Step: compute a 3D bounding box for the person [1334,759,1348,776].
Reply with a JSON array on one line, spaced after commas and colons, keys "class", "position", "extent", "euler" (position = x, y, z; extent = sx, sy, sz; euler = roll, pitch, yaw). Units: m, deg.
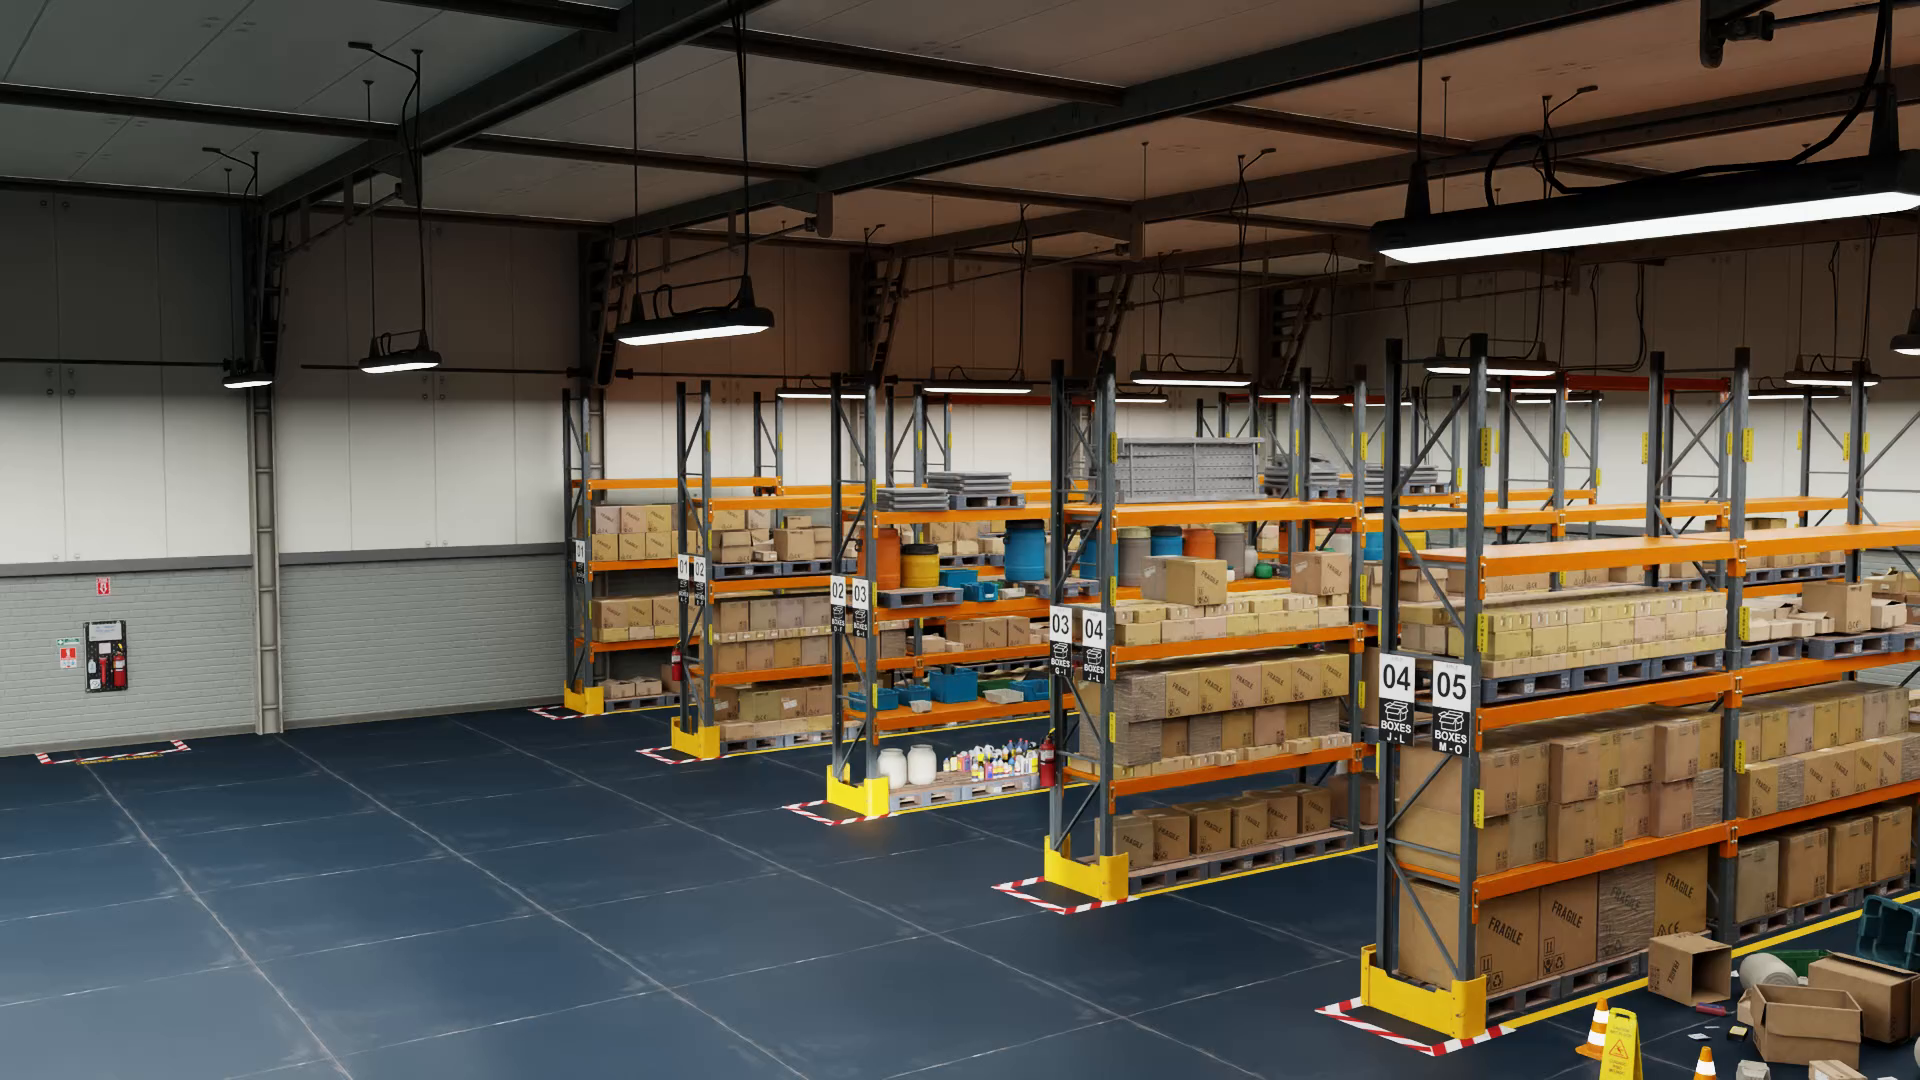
[{"class": "person", "position": [5.353, 2.784, 23.307], "extent": [1.024, 1.704, 0.661], "euler": [-2, 4, -29]}]
